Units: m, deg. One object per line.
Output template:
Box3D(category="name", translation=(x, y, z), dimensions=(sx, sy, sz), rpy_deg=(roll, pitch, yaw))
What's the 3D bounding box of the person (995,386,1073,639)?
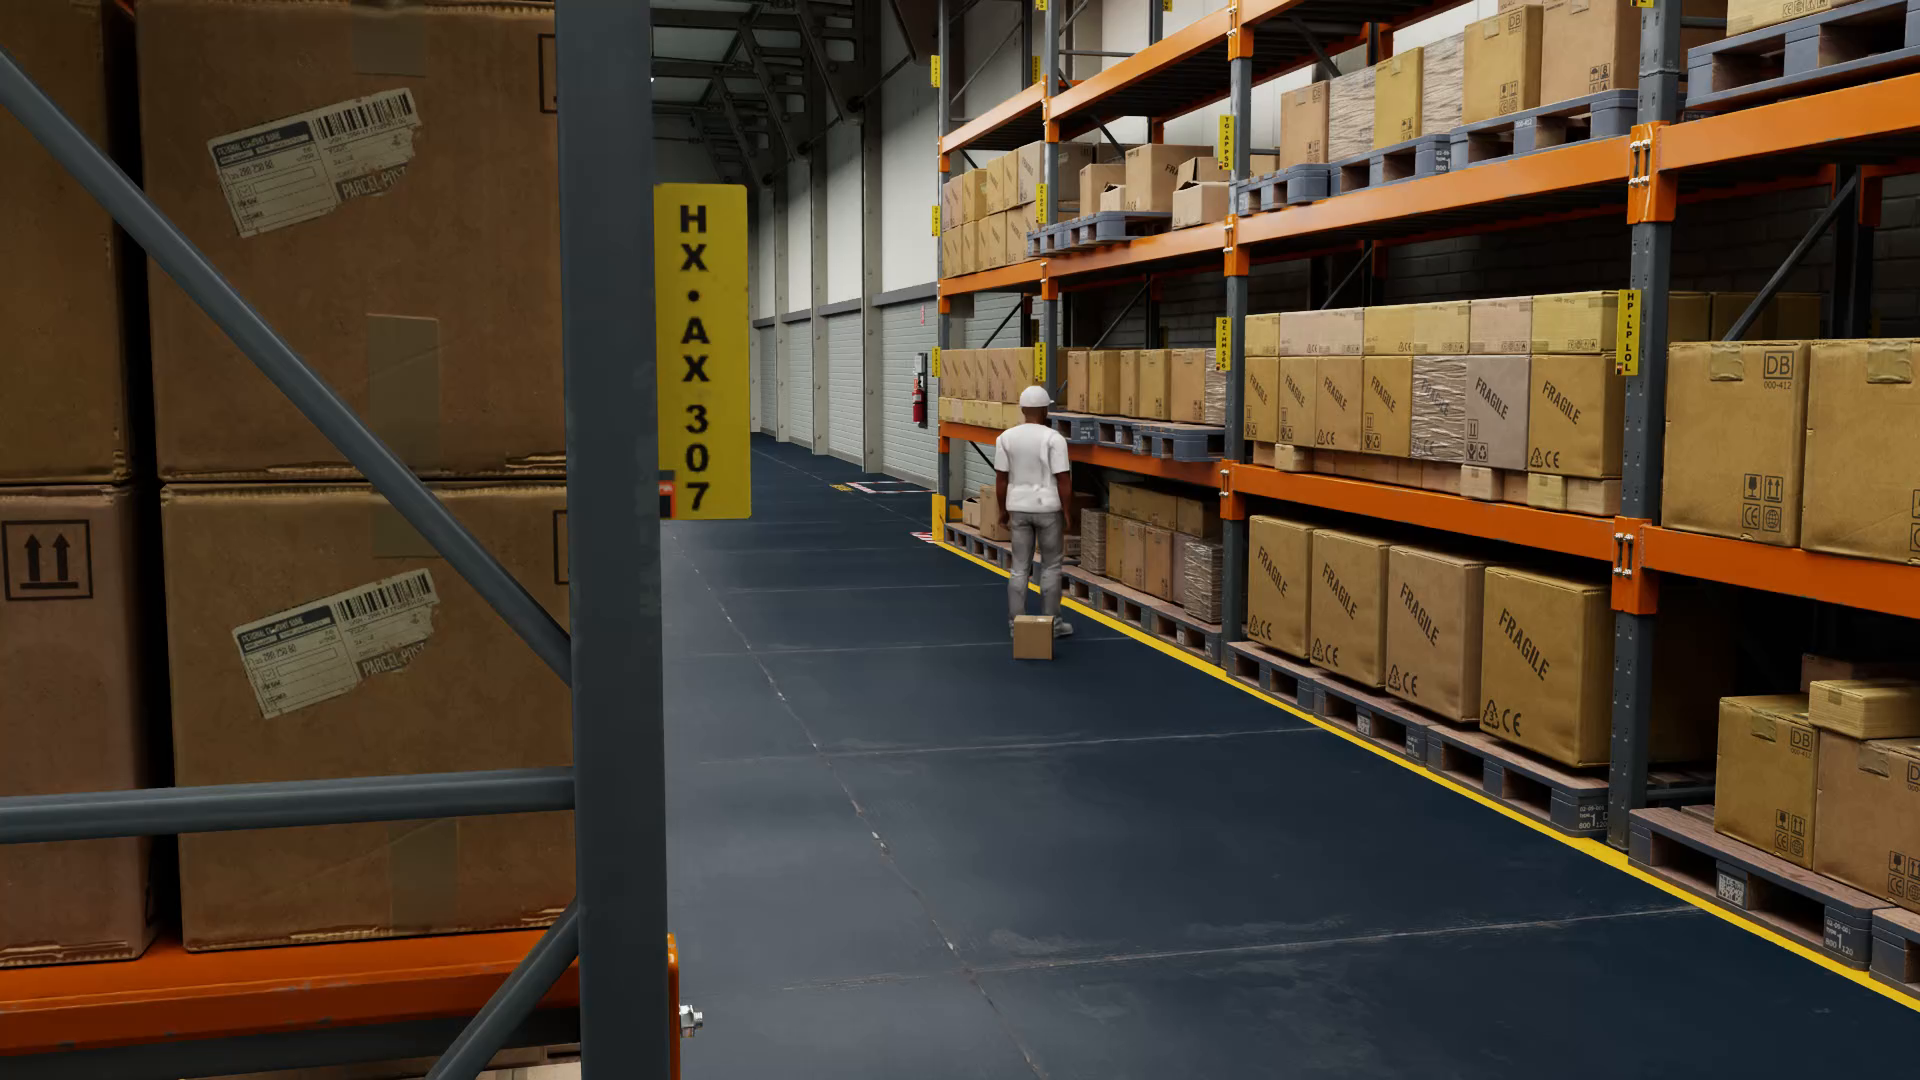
Box3D(category="person", translation=(0.548, -0.197, 11.693), dimensions=(0.565, 1.772, 0.424), rpy_deg=(3, 7, 26))
